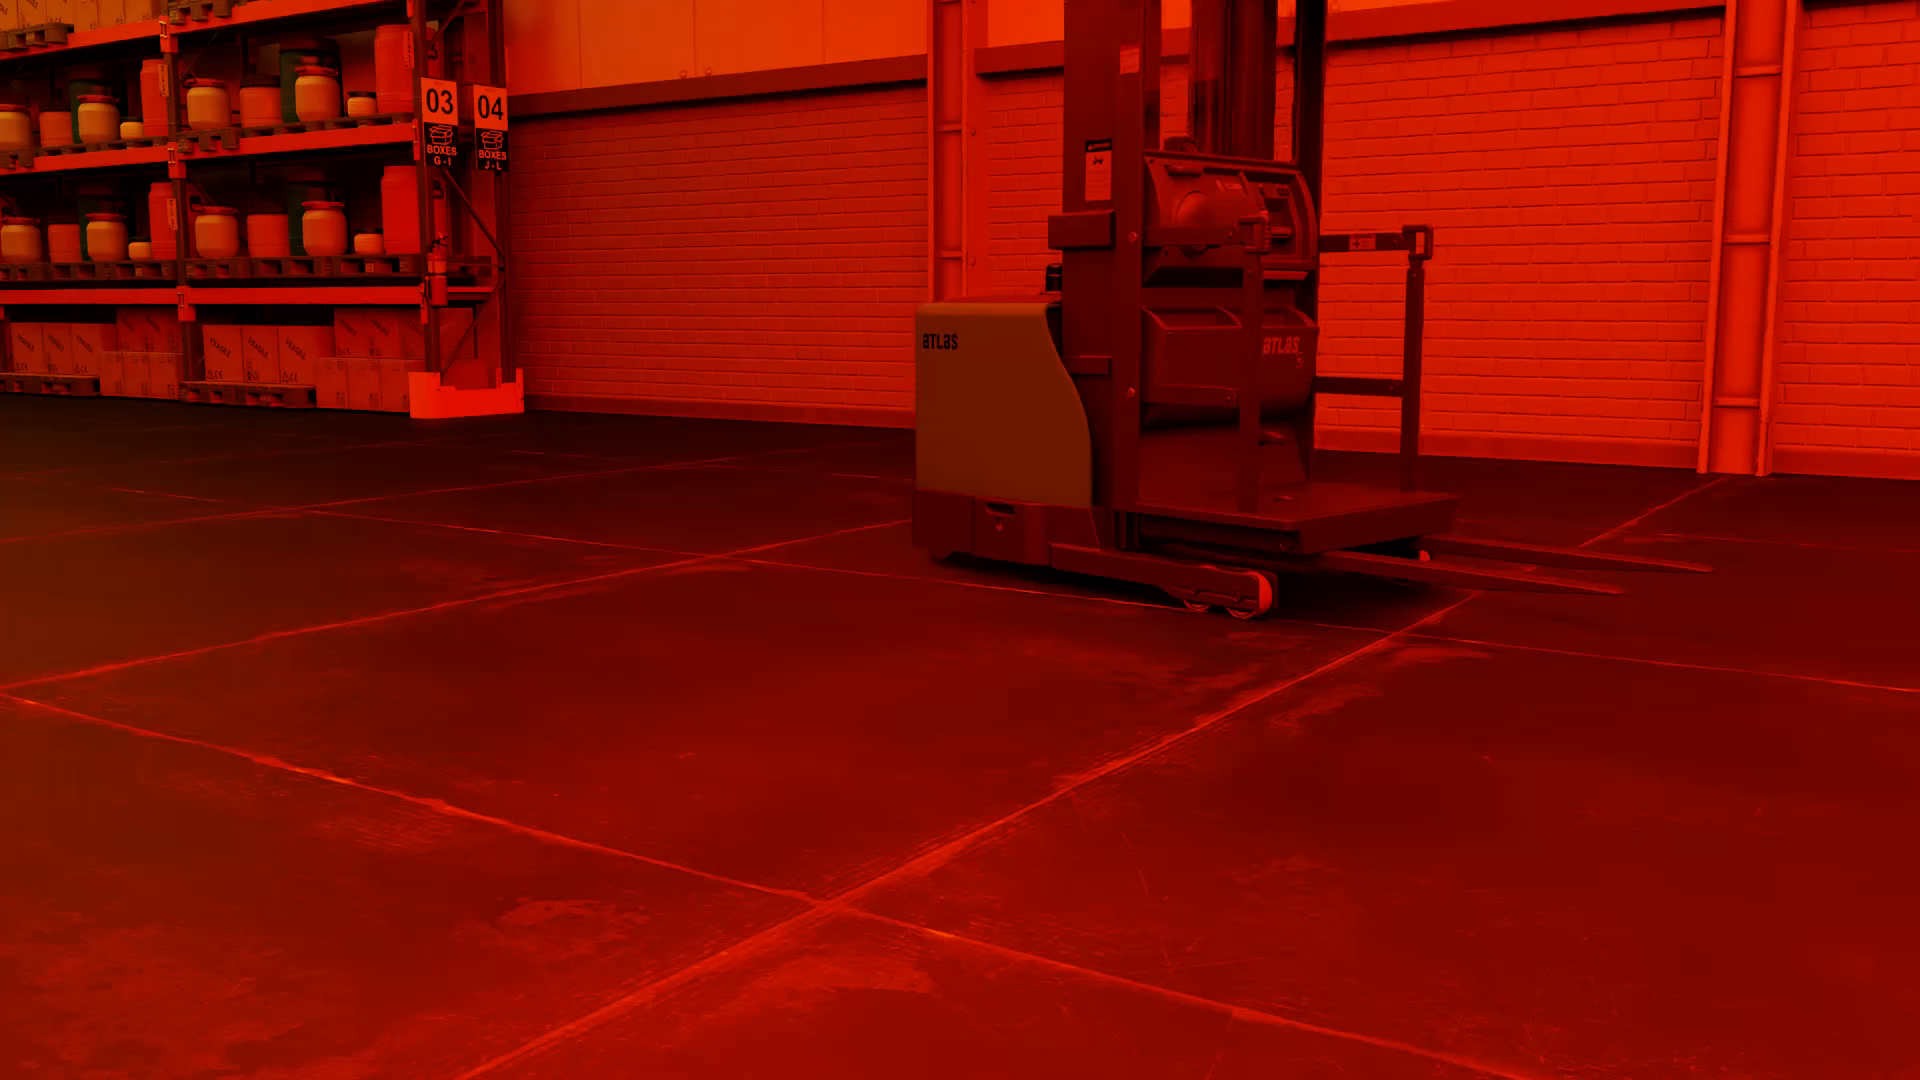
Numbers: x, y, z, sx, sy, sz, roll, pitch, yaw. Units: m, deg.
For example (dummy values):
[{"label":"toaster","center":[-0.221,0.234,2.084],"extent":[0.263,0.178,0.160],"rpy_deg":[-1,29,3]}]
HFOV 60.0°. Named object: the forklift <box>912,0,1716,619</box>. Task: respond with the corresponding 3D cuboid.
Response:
[{"label":"forklift","center":[1.166,-1.260,6.056],"extent":[1.130,2.935,3.031],"rpy_deg":[-7,11,-42]}]
